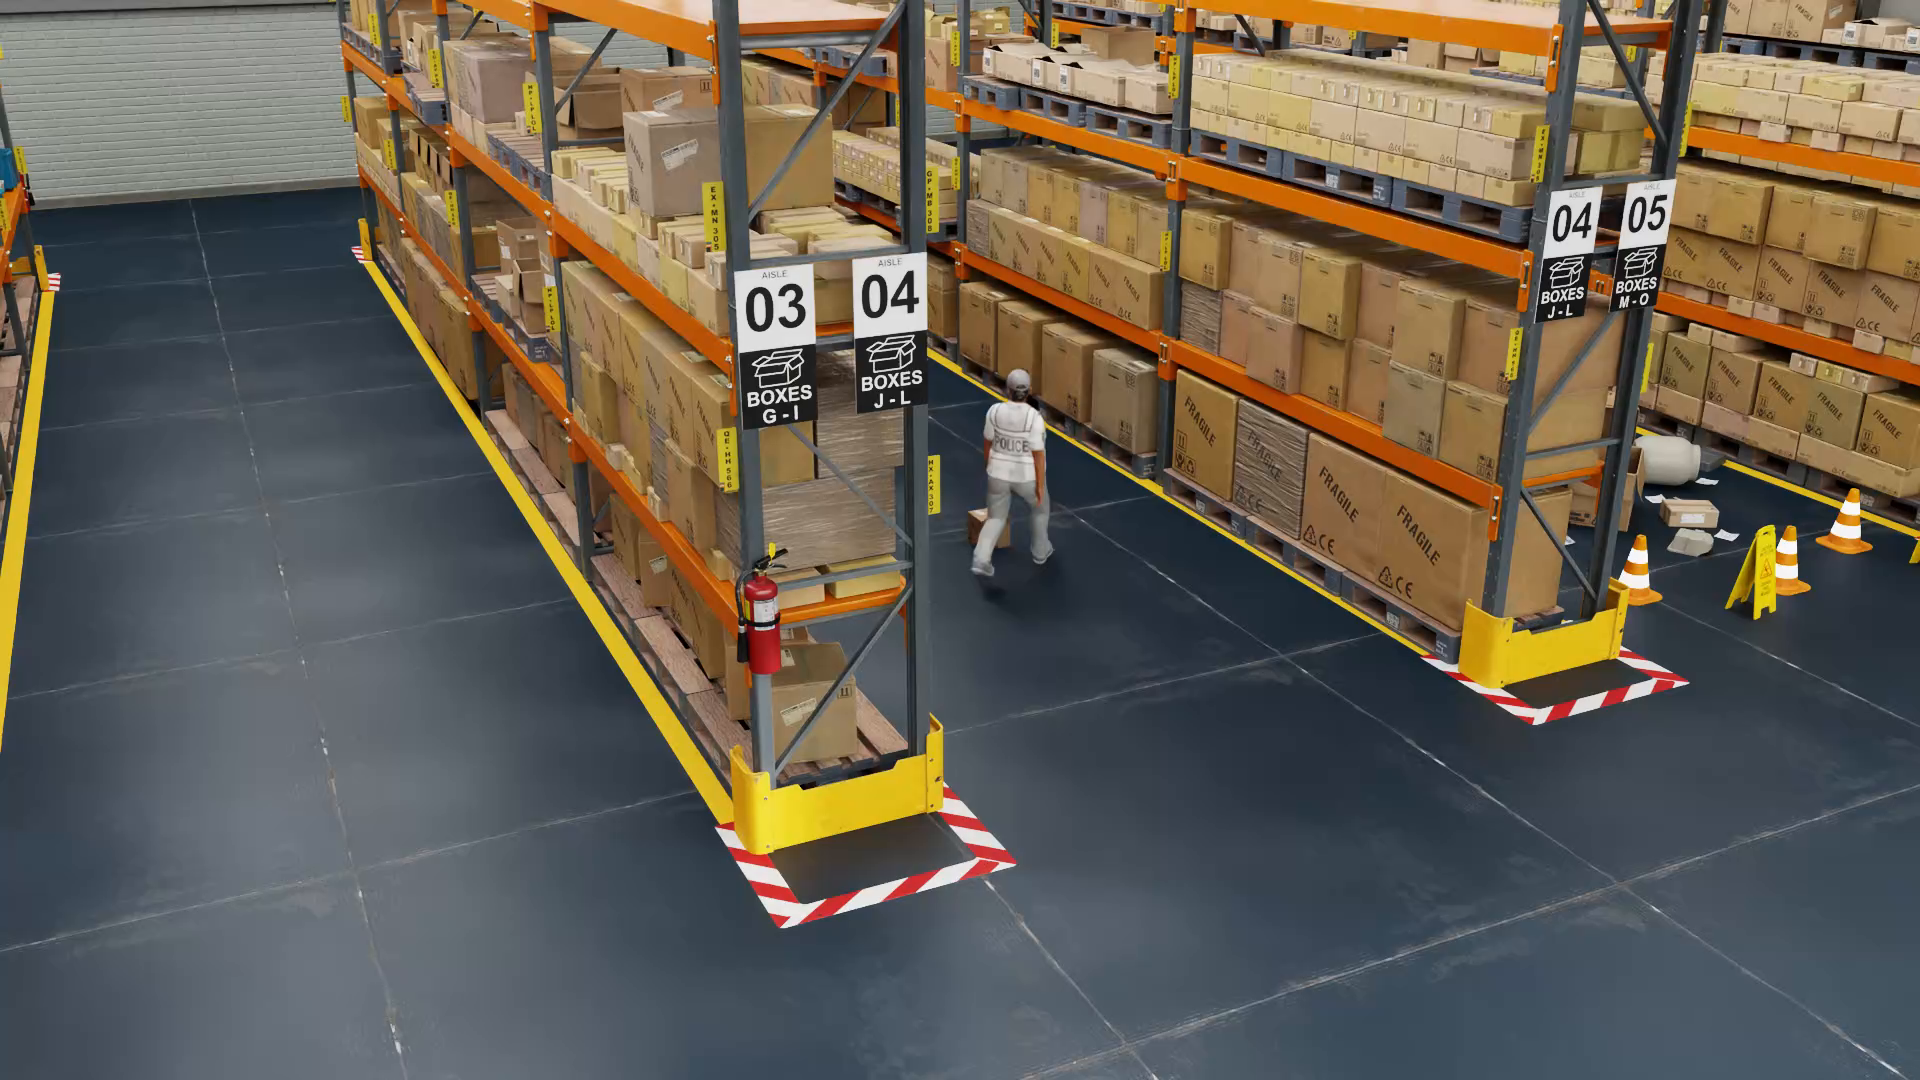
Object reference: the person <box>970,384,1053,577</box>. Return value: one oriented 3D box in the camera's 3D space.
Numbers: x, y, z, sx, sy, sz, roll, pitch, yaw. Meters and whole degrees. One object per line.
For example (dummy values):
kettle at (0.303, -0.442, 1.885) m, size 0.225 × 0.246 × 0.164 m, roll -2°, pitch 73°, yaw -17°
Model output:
person at (0.424, -0.490, 12.272) m, size 0.493 × 1.576 × 0.965 m, roll 8°, pitch 24°, yaw 18°
